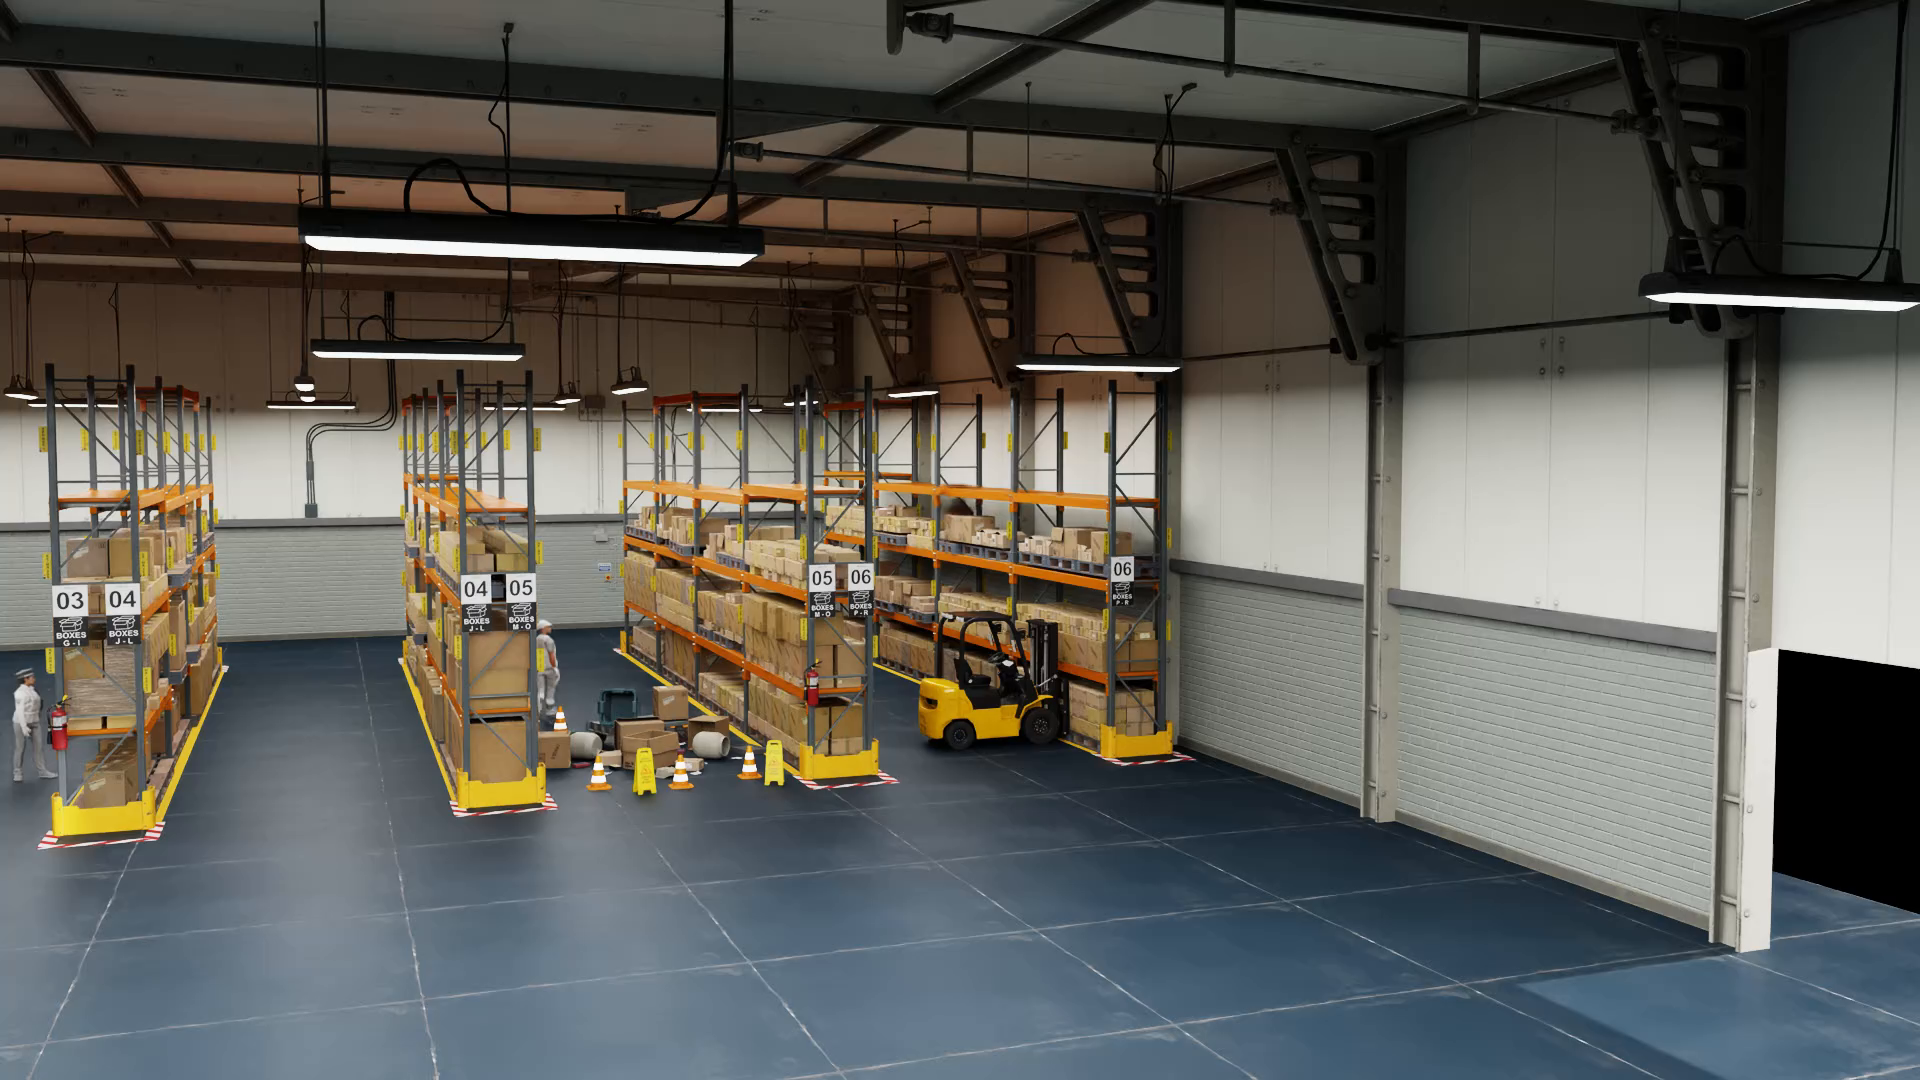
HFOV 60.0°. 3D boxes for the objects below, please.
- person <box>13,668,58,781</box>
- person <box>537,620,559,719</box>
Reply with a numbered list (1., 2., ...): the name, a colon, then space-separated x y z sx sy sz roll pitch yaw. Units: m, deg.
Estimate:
1. person: -13.798 2.726 24.650 0.590 1.672 0.504 1 3 13
2. person: -7.515 2.344 30.255 0.571 1.794 0.486 1 3 17
